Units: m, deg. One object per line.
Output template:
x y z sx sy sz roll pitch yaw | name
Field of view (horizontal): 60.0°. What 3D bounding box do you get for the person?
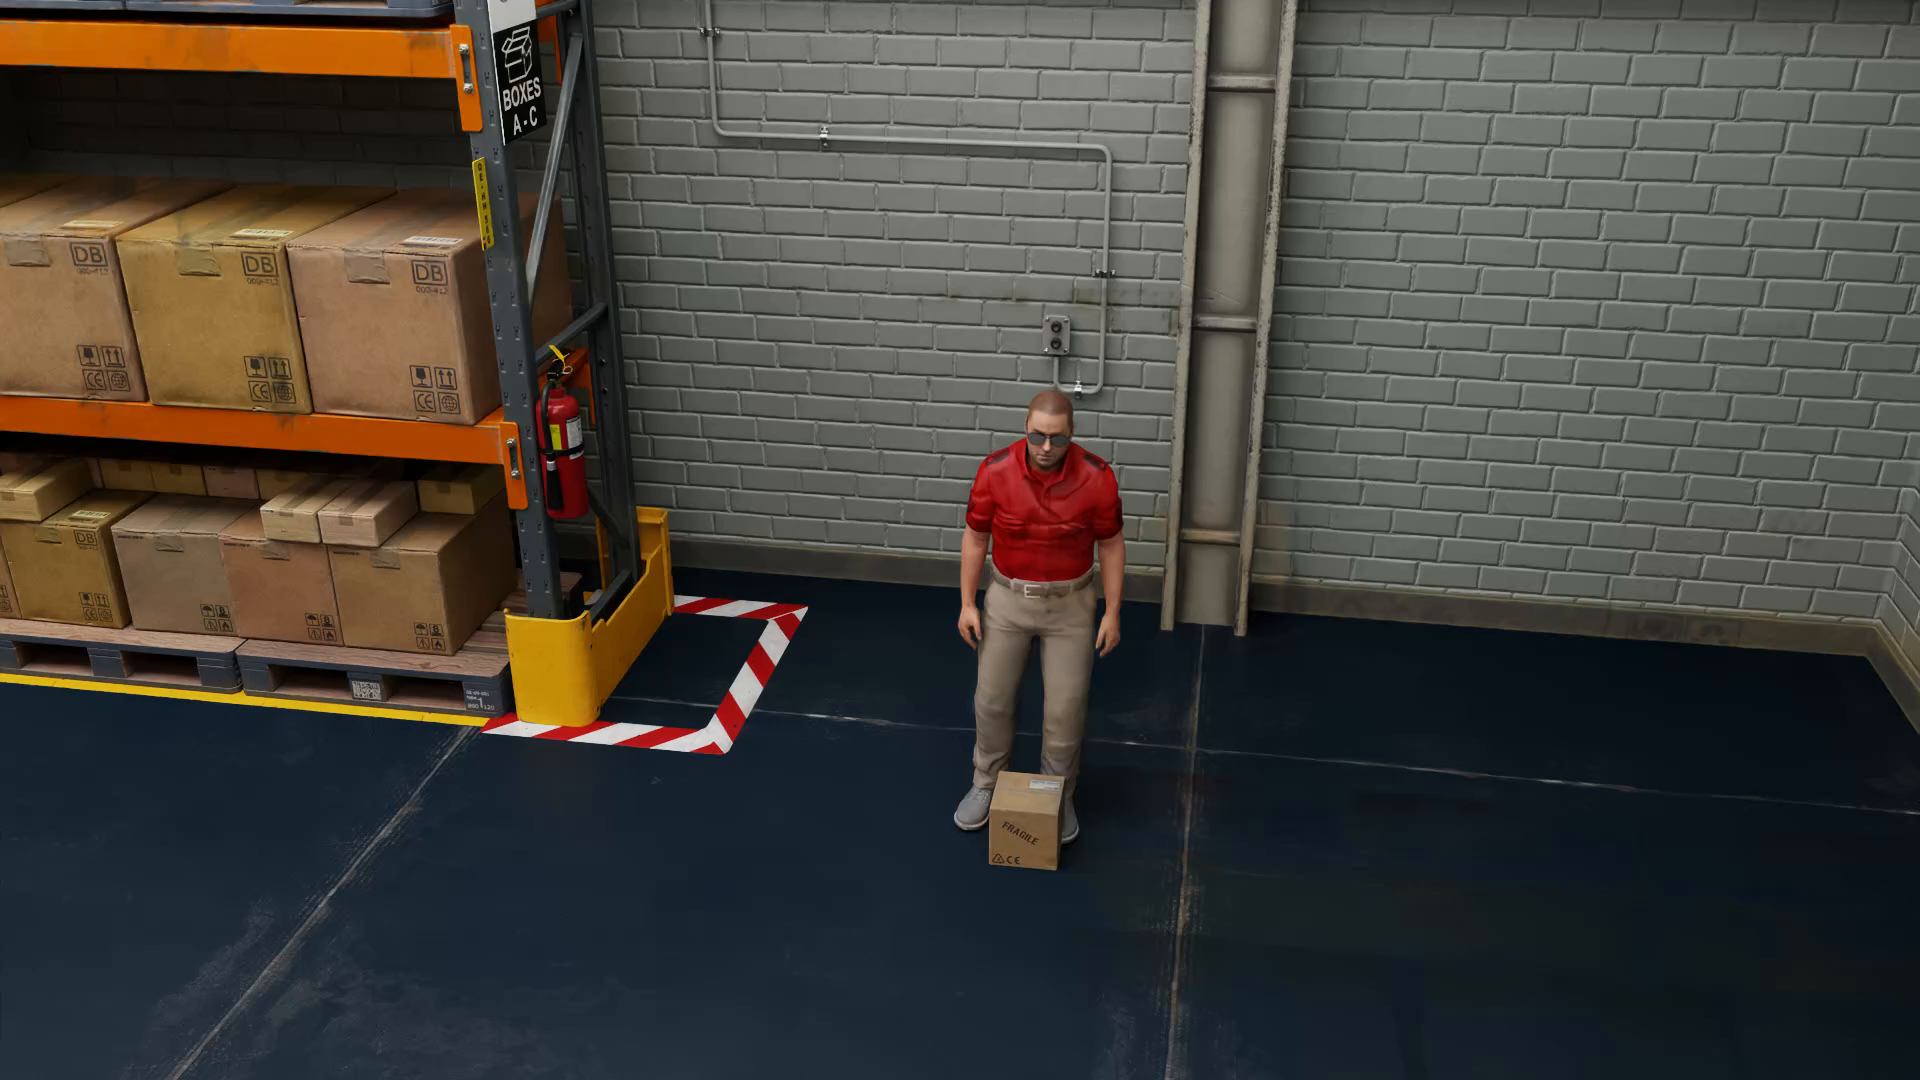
0.288 0.268 6.041 0.602 1.728 0.427 3 25 7 | person
